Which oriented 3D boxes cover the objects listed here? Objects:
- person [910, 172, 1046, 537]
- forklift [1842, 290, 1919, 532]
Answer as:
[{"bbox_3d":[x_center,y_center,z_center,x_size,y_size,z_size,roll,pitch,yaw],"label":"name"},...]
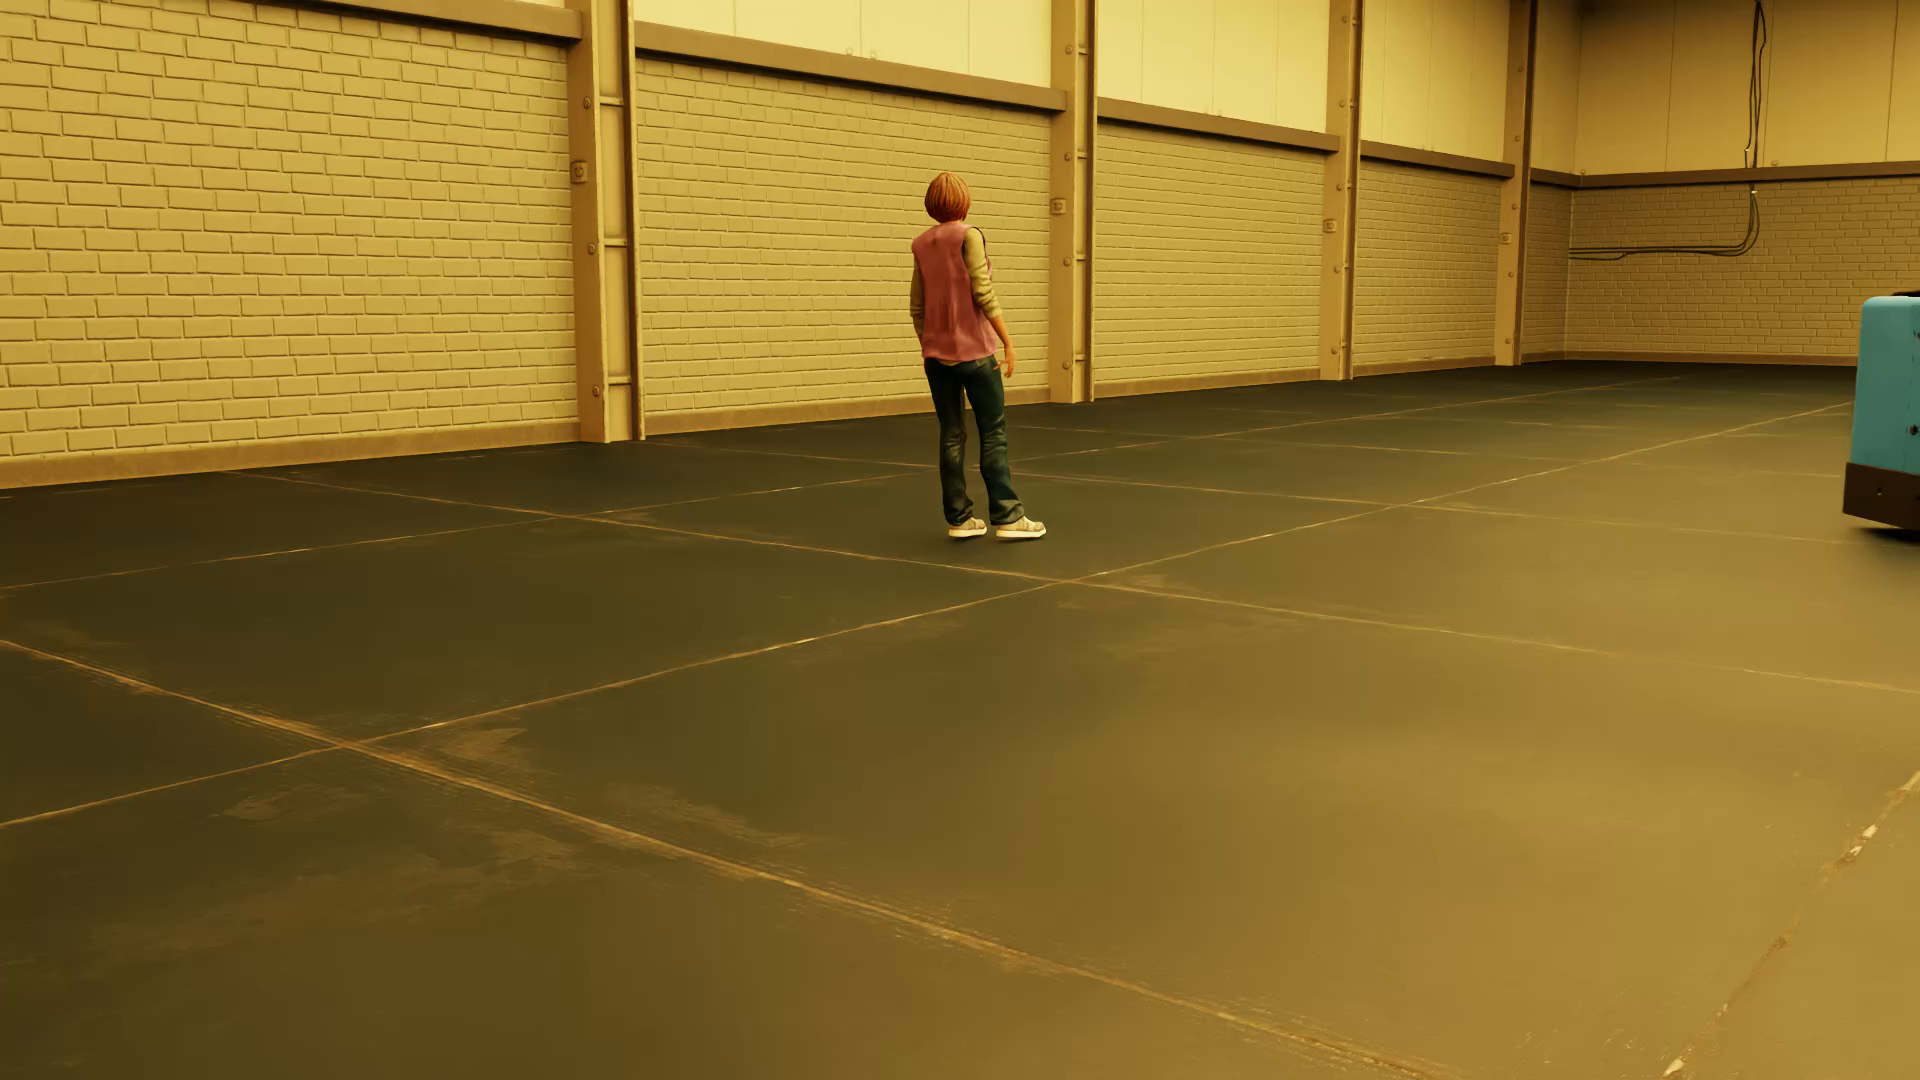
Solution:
[{"bbox_3d":[0.057,-0.801,7.336,0.520,1.590,0.476,7,11,38],"label":"person"},{"bbox_3d":[5.635,-1.441,7.128,3.031,2.935,1.130,0,8,0],"label":"forklift"}]
